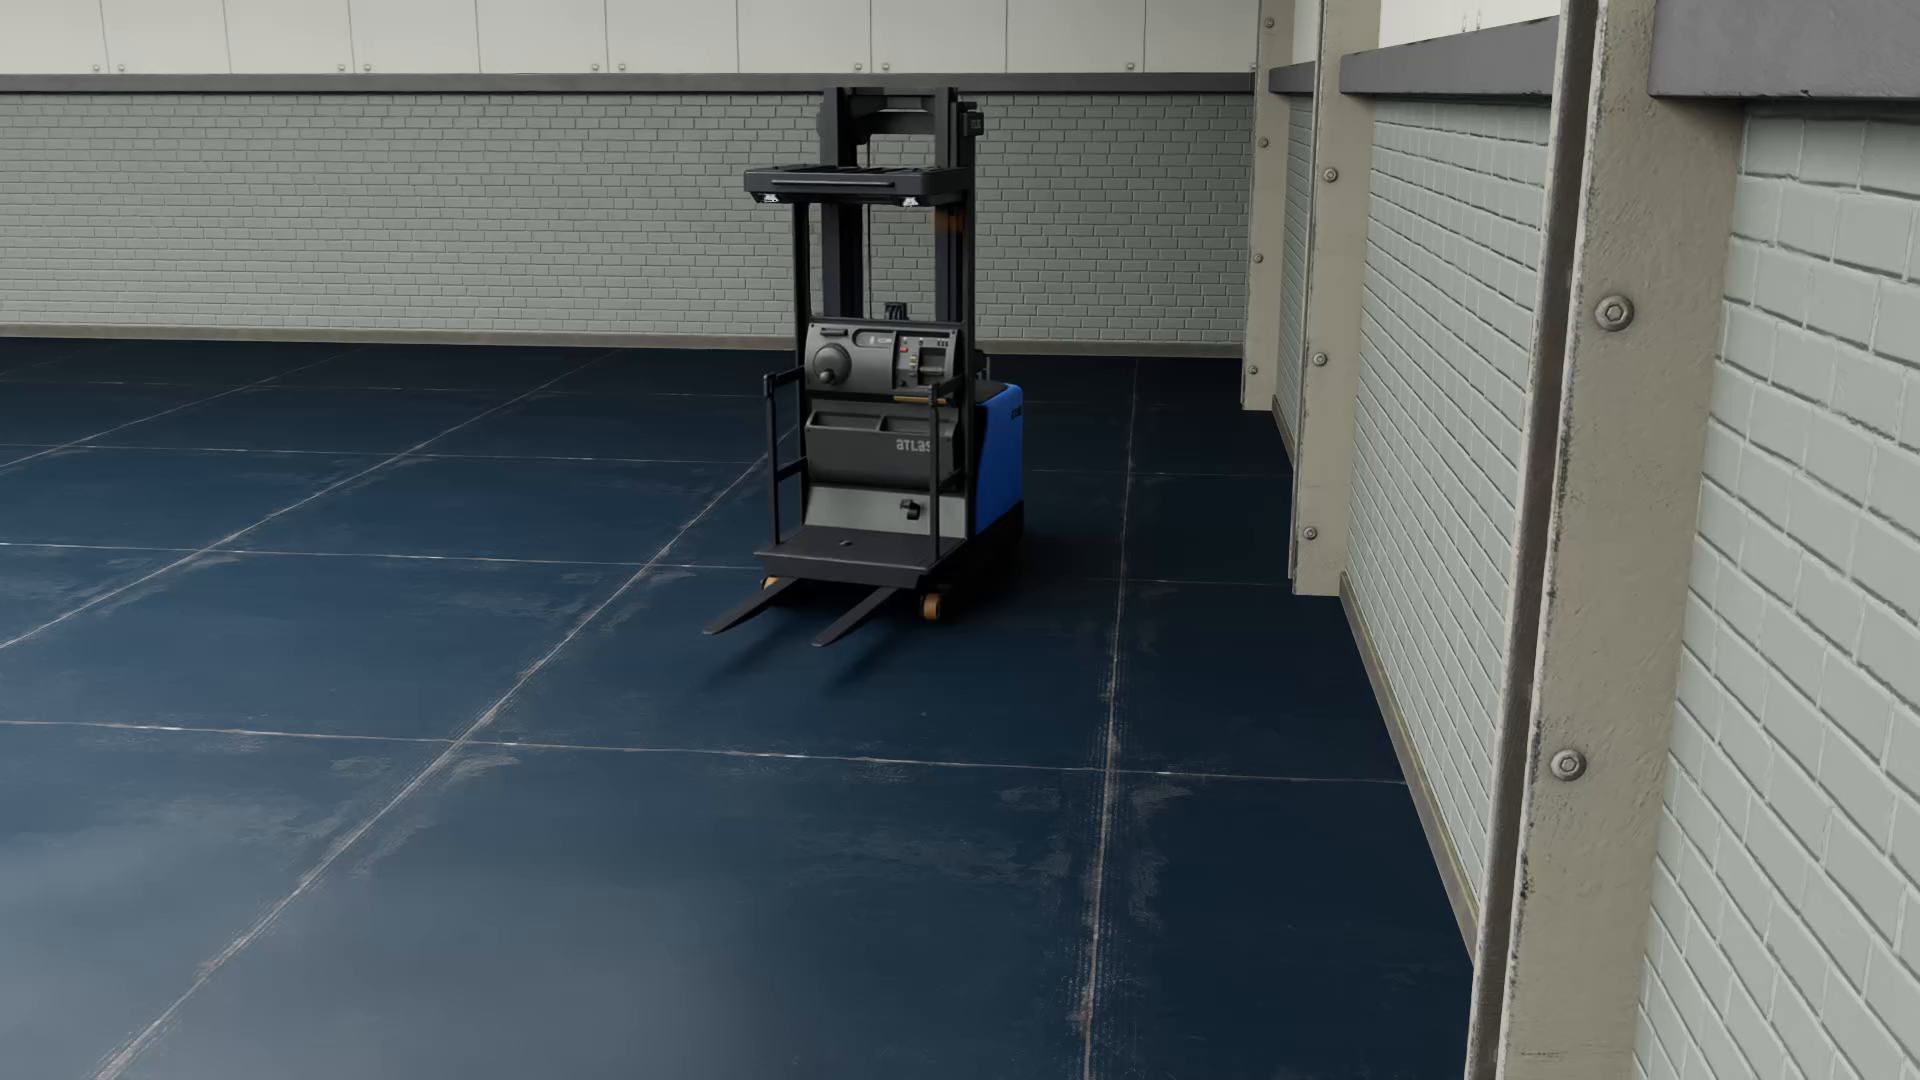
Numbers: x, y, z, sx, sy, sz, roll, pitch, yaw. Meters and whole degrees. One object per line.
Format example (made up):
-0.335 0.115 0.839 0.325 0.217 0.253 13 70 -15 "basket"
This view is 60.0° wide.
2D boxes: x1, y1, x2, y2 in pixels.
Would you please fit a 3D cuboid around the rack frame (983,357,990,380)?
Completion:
0.087 -0.650 11.268 0.240 1.200 0.006 5 16 18 "rack frame"

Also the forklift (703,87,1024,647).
-0.528 -1.070 9.503 1.130 2.935 3.031 5 16 18 "forklift"

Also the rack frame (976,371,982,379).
0.029 -0.605 11.100 0.240 1.200 0.006 5 16 18 "rack frame"

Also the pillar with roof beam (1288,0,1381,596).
-2.108 -4.192 9.424 9.100 9.000 0.400 2 15 6 "pillar with roof beam"

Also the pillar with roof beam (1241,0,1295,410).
-1.431 -5.748 15.179 9.100 9.000 0.400 2 15 6 "pillar with roof beam"

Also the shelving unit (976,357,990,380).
0.058 -0.627 11.184 0.258 1.200 0.189 5 16 18 "shelving unit"
